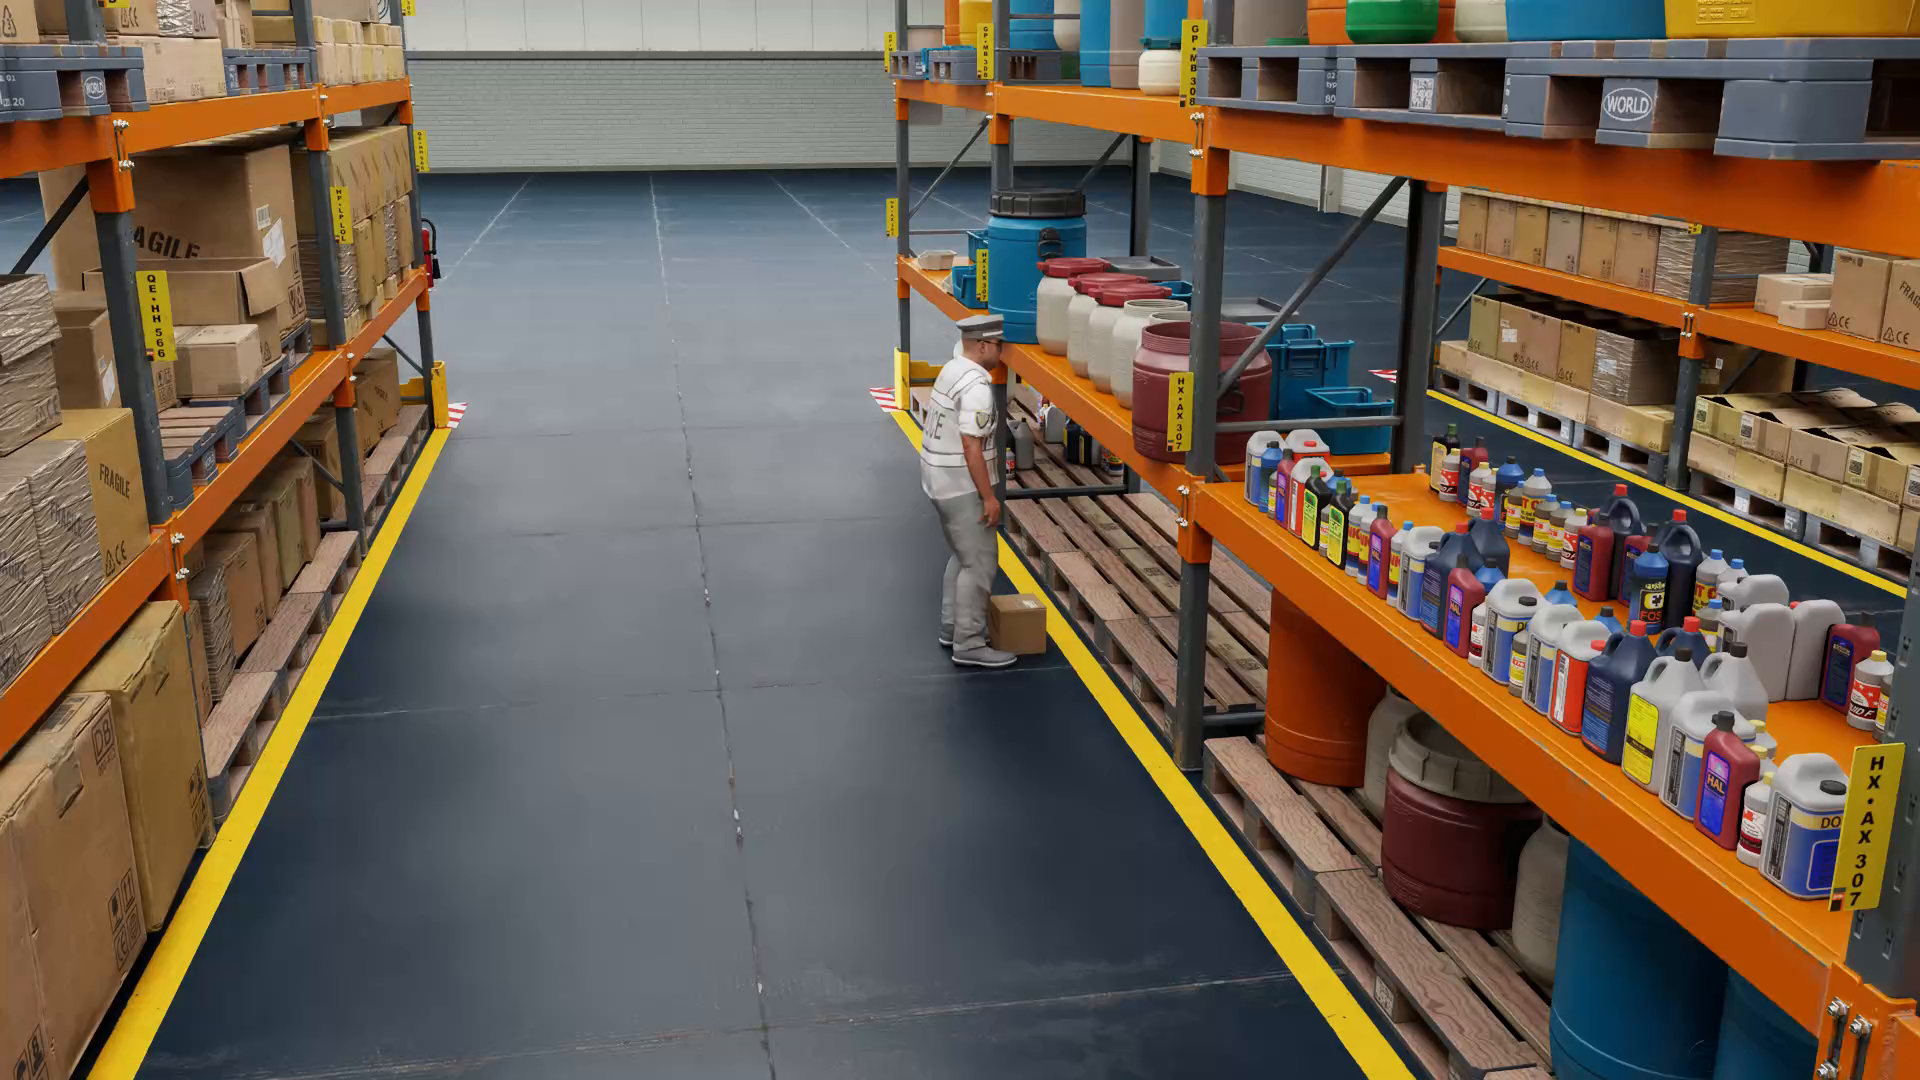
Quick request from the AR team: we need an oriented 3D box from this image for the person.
[{"bbox_3d":[0.030,-0.263,8.421,0.430,1.749,0.599,-4,17,-12],"label":"person"}]
